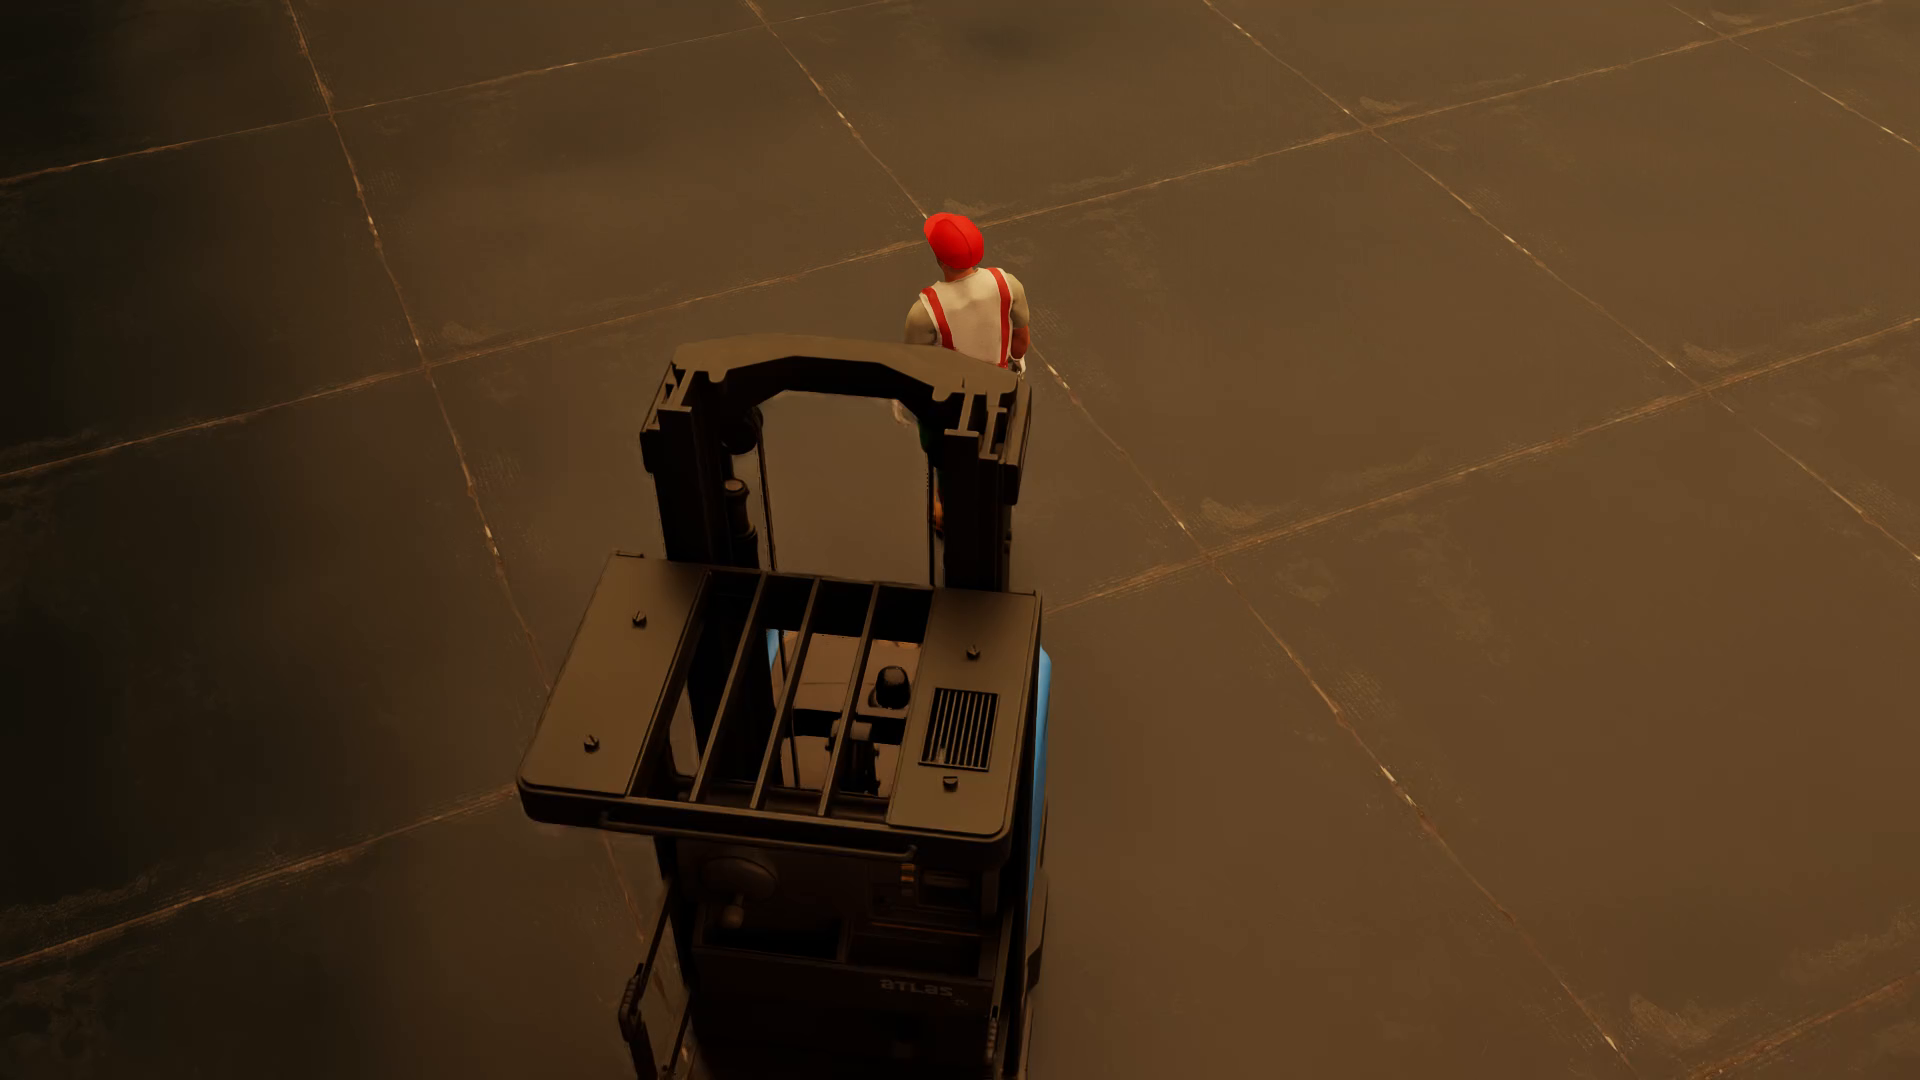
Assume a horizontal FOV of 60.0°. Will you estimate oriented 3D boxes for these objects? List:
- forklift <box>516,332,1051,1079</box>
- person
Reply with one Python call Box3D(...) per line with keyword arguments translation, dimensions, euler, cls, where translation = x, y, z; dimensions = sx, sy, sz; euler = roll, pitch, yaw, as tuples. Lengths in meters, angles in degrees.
Box3D(translation=(-0.376, 1.028, 4.578), dimensions=(1.130, 2.935, 3.031), euler=(5, 43, 6), cls="forklift")
Box3D(translation=(-0.023, -0.713, 7.270), dimensions=(0.637, 1.790, 0.562), euler=(-18, 46, -18), cls="person")
